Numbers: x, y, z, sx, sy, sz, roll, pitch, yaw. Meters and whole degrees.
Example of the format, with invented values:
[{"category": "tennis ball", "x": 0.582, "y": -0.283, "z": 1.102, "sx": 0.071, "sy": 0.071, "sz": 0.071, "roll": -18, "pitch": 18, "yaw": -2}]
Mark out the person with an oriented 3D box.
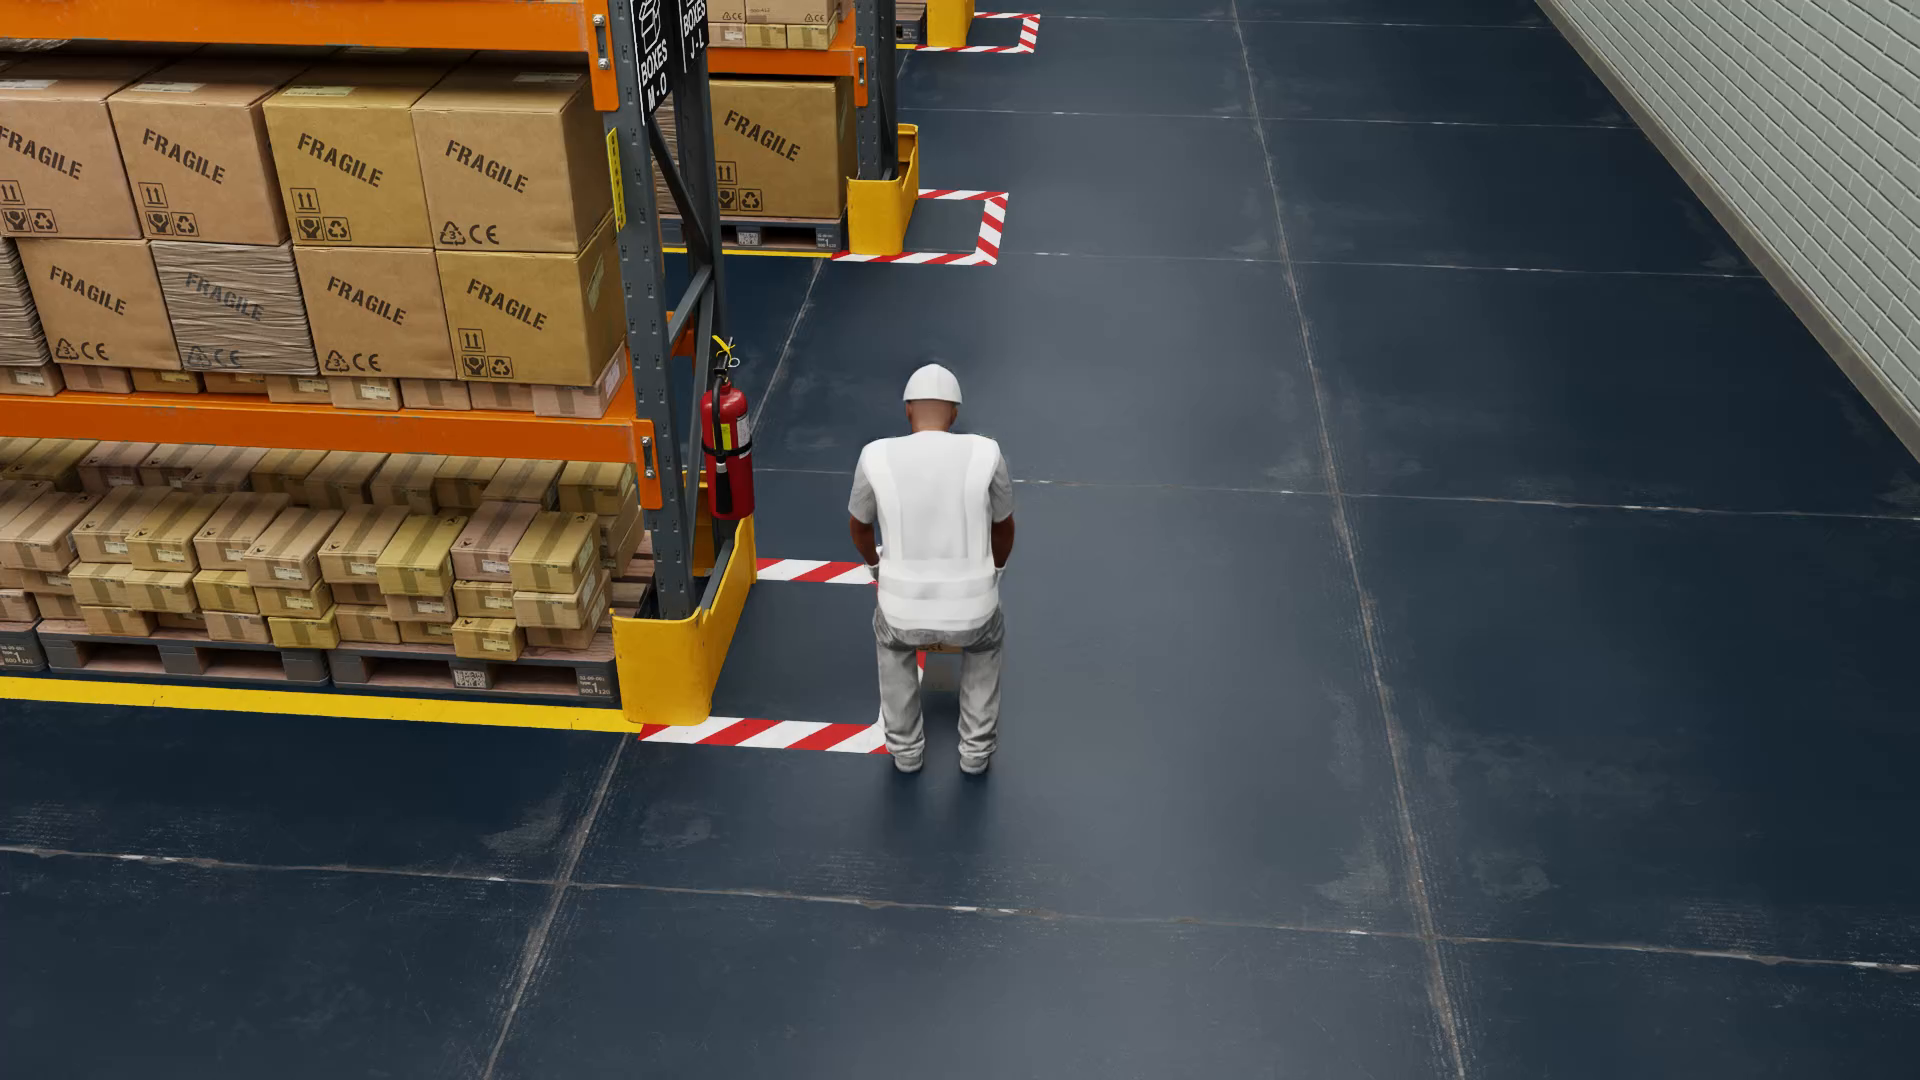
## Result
[{"category": "person", "x": -0.108, "y": 0.151, "z": 6.118, "sx": 0.608, "sy": 1.526, "sz": 0.696, "roll": 2, "pitch": 32, "yaw": 3}]
